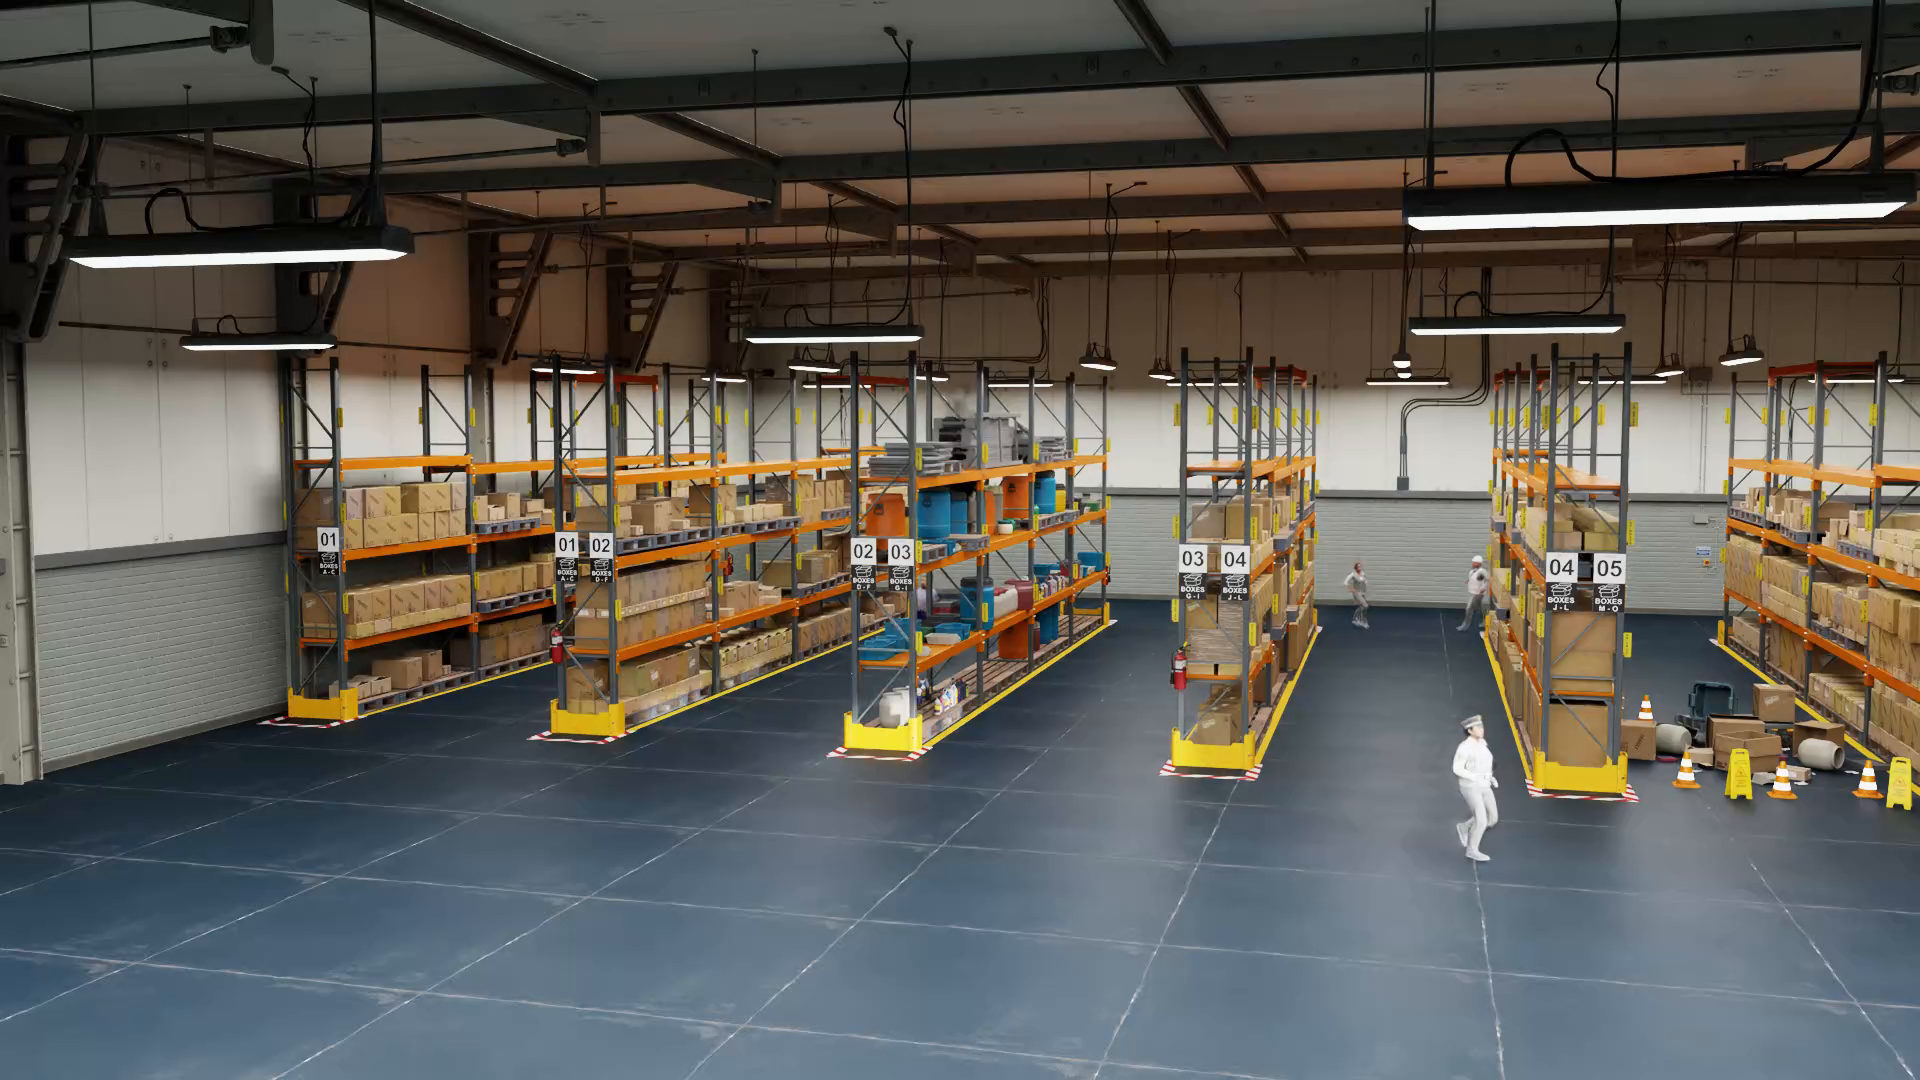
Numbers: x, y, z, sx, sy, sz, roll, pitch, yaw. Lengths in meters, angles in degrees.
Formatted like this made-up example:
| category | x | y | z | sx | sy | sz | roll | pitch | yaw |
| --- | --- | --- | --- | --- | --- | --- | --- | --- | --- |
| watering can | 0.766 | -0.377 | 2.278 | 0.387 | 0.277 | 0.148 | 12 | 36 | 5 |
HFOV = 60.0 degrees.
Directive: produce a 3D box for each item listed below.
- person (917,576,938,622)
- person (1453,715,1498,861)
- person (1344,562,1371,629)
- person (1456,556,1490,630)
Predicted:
| category | x | y | z | sx | sy | sz | roll | pitch | yaw |
| --- | --- | --- | --- | --- | --- | --- | --- | --- | --- |
| person | -0.728 | 1.524 | 32.623 | 0.578 | 1.647 | 0.575 | 1 | 4 | 9 |
| person | 5.841 | 2.793 | 18.856 | 0.612 | 1.648 | 0.573 | -3 | 5 | -37 |
| person | 9.474 | 1.321 | 39.544 | 0.559 | 1.598 | 0.659 | -3 | 5 | -37 |
| person | 12.127 | 1.245 | 39.022 | 0.896 | 1.766 | 0.726 | 0 | 4 | -5 |
